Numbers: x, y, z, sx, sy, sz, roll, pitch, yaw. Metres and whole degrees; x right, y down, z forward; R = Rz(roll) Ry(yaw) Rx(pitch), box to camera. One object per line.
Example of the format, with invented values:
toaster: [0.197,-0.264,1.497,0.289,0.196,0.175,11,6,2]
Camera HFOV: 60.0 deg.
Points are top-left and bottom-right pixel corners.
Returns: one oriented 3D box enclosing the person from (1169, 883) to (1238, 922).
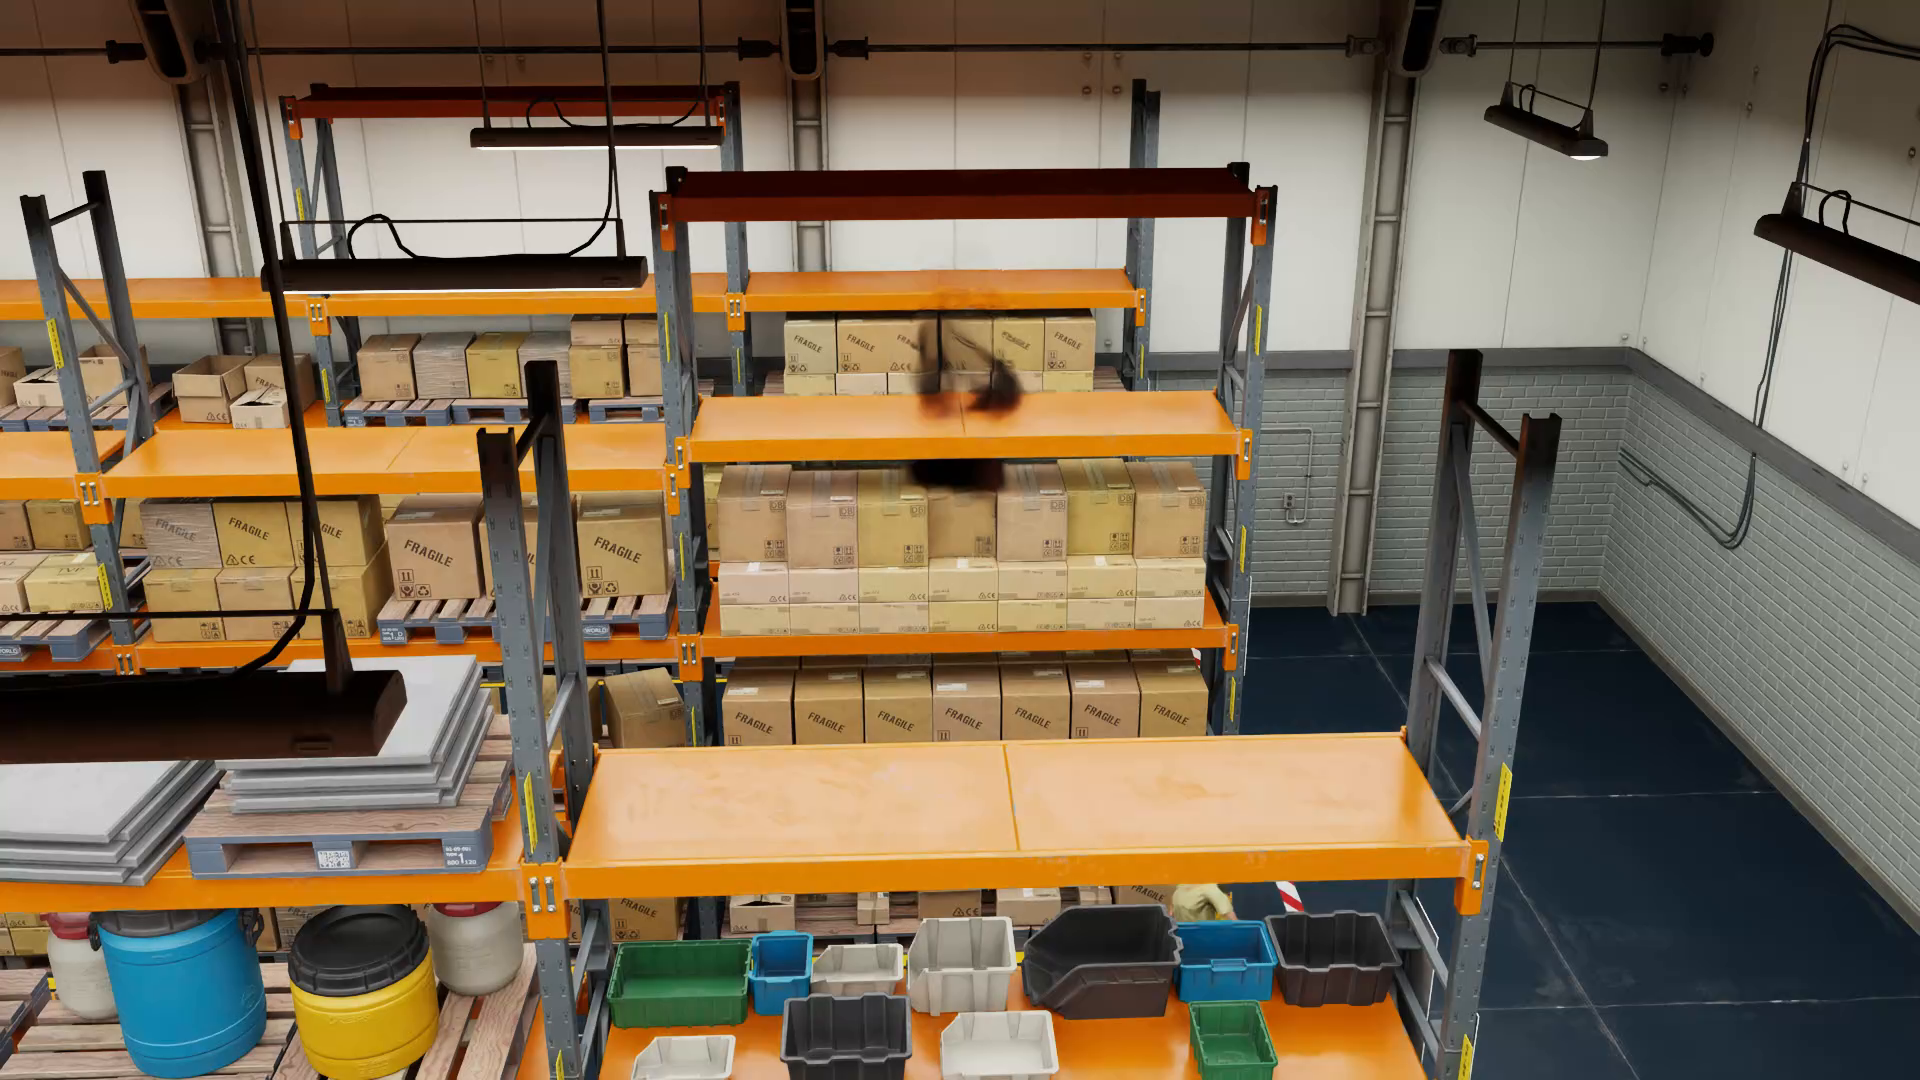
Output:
person: [1.671,2.900,11.880,0.528,1.610,0.630,-6,23,-15]
